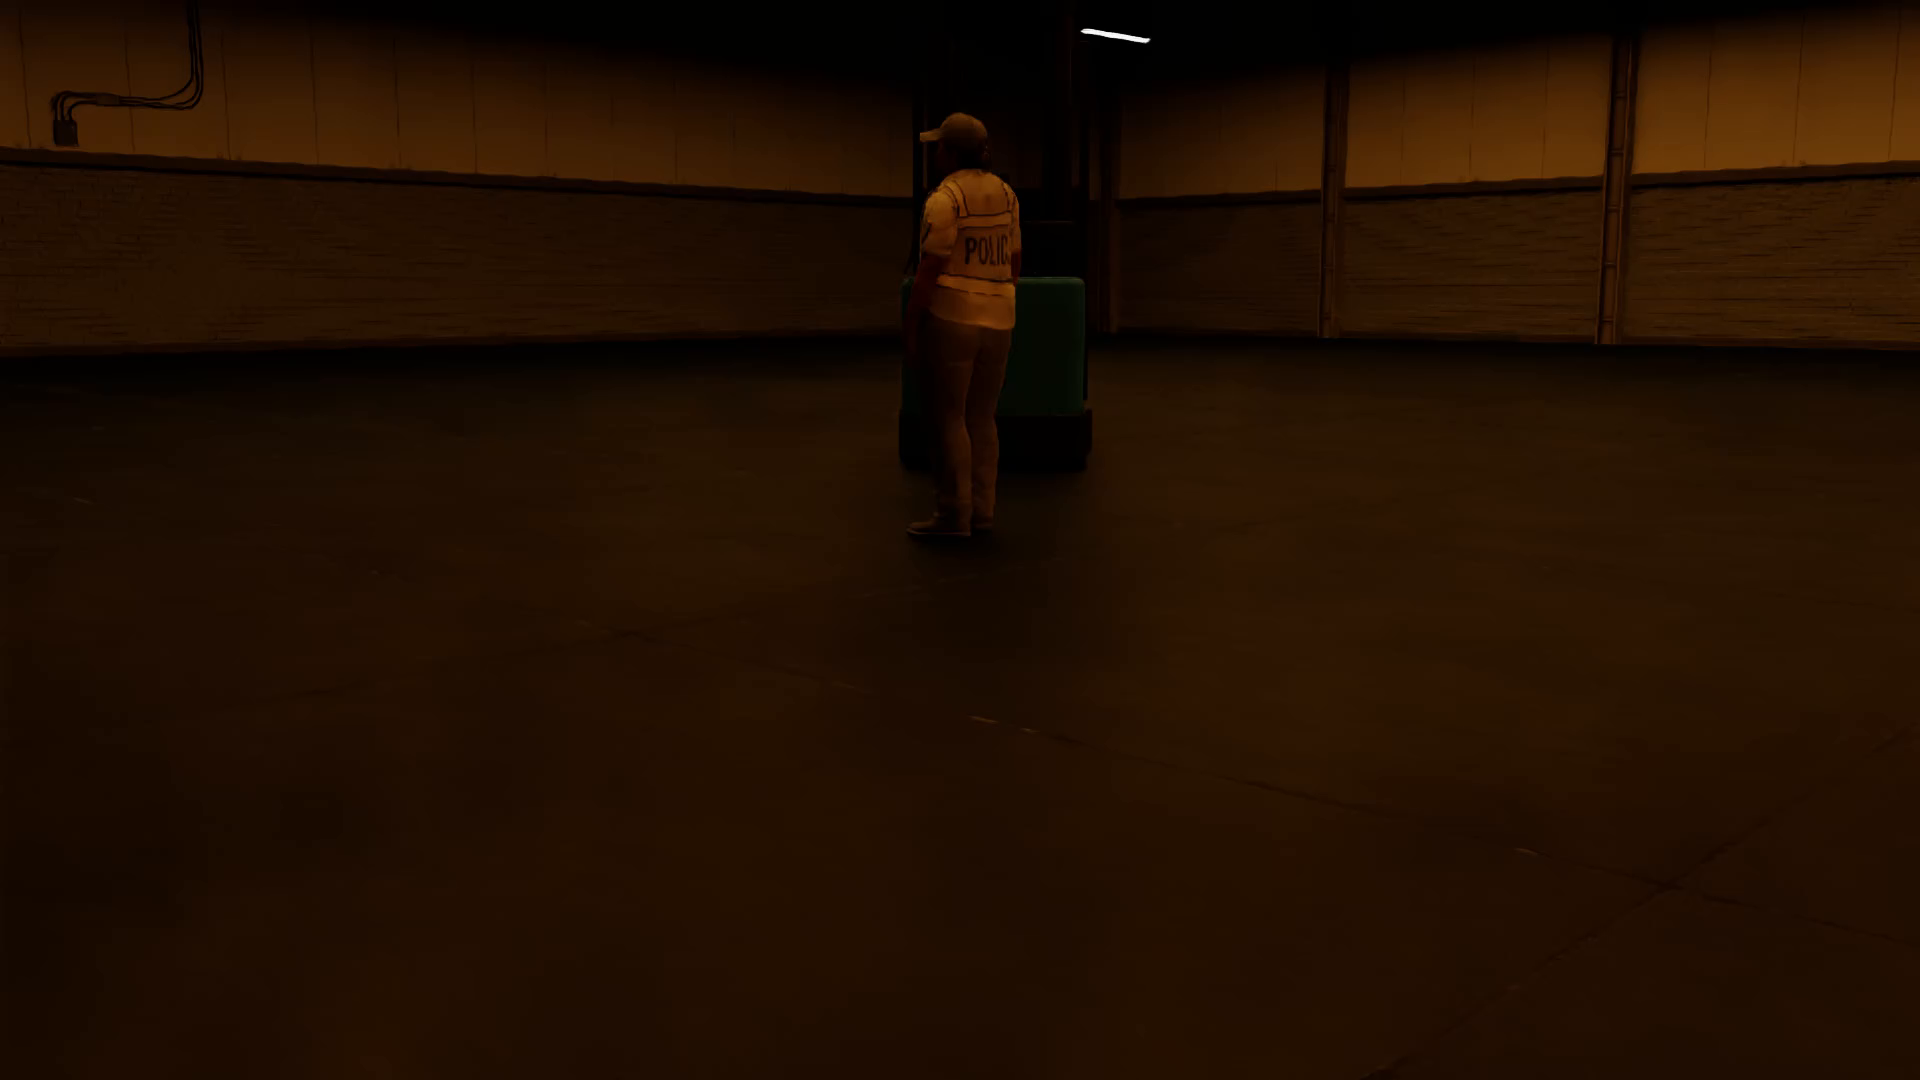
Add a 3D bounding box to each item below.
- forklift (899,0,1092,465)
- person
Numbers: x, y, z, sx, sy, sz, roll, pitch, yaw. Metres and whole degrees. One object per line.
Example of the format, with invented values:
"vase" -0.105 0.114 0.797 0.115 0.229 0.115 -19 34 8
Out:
"forklift" 0.270 -2.061 10.561 1.130 2.935 3.031 1 9 3
"person" -0.039 -0.842 6.661 0.529 1.669 0.598 8 12 43
